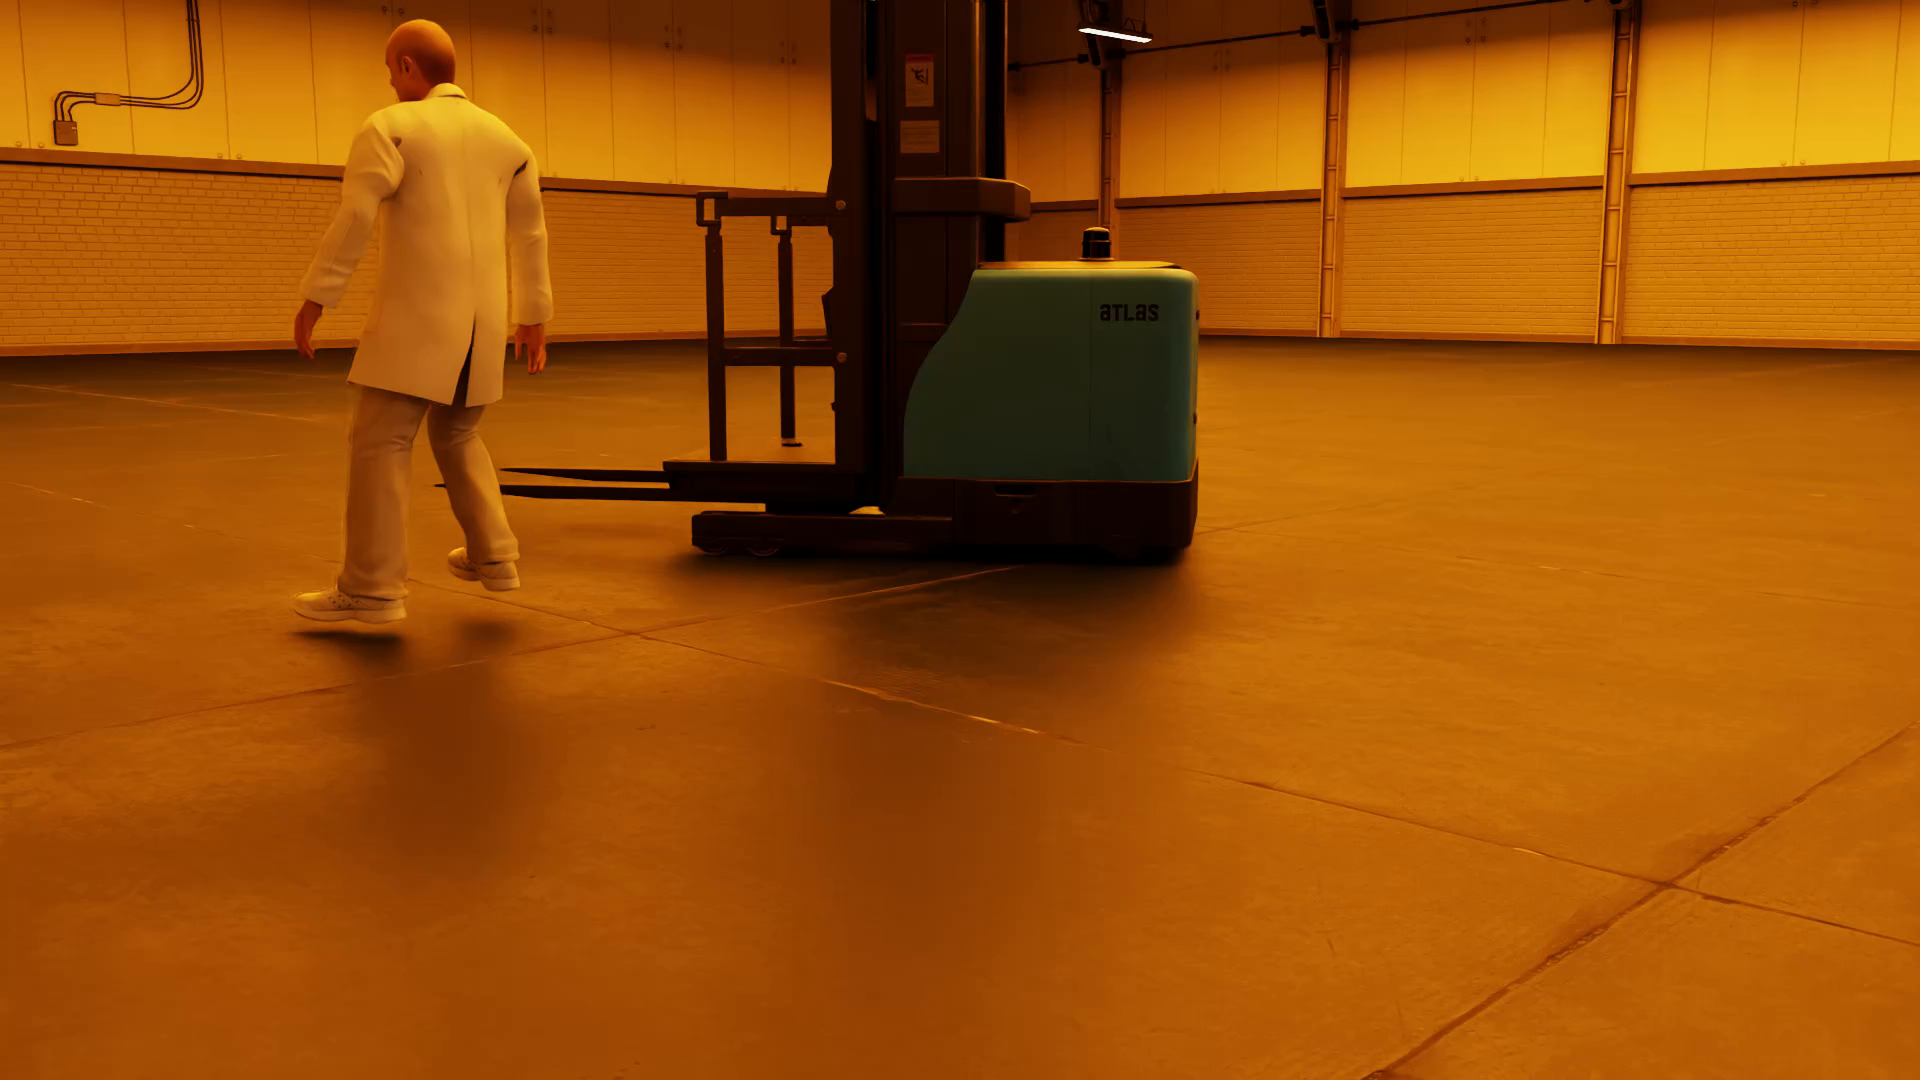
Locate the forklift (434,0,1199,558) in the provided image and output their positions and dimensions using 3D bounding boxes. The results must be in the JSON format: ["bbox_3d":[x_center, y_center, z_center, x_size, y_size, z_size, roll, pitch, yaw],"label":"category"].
[{"bbox_3d":[-0.572,-1.462,6.584,3.031,2.935,1.130,1,9,10],"label":"forklift"}]

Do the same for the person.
[{"bbox_3d":[-1.607,-0.665,5.048,0.443,1.763,0.817,6,10,35],"label":"person"}]
